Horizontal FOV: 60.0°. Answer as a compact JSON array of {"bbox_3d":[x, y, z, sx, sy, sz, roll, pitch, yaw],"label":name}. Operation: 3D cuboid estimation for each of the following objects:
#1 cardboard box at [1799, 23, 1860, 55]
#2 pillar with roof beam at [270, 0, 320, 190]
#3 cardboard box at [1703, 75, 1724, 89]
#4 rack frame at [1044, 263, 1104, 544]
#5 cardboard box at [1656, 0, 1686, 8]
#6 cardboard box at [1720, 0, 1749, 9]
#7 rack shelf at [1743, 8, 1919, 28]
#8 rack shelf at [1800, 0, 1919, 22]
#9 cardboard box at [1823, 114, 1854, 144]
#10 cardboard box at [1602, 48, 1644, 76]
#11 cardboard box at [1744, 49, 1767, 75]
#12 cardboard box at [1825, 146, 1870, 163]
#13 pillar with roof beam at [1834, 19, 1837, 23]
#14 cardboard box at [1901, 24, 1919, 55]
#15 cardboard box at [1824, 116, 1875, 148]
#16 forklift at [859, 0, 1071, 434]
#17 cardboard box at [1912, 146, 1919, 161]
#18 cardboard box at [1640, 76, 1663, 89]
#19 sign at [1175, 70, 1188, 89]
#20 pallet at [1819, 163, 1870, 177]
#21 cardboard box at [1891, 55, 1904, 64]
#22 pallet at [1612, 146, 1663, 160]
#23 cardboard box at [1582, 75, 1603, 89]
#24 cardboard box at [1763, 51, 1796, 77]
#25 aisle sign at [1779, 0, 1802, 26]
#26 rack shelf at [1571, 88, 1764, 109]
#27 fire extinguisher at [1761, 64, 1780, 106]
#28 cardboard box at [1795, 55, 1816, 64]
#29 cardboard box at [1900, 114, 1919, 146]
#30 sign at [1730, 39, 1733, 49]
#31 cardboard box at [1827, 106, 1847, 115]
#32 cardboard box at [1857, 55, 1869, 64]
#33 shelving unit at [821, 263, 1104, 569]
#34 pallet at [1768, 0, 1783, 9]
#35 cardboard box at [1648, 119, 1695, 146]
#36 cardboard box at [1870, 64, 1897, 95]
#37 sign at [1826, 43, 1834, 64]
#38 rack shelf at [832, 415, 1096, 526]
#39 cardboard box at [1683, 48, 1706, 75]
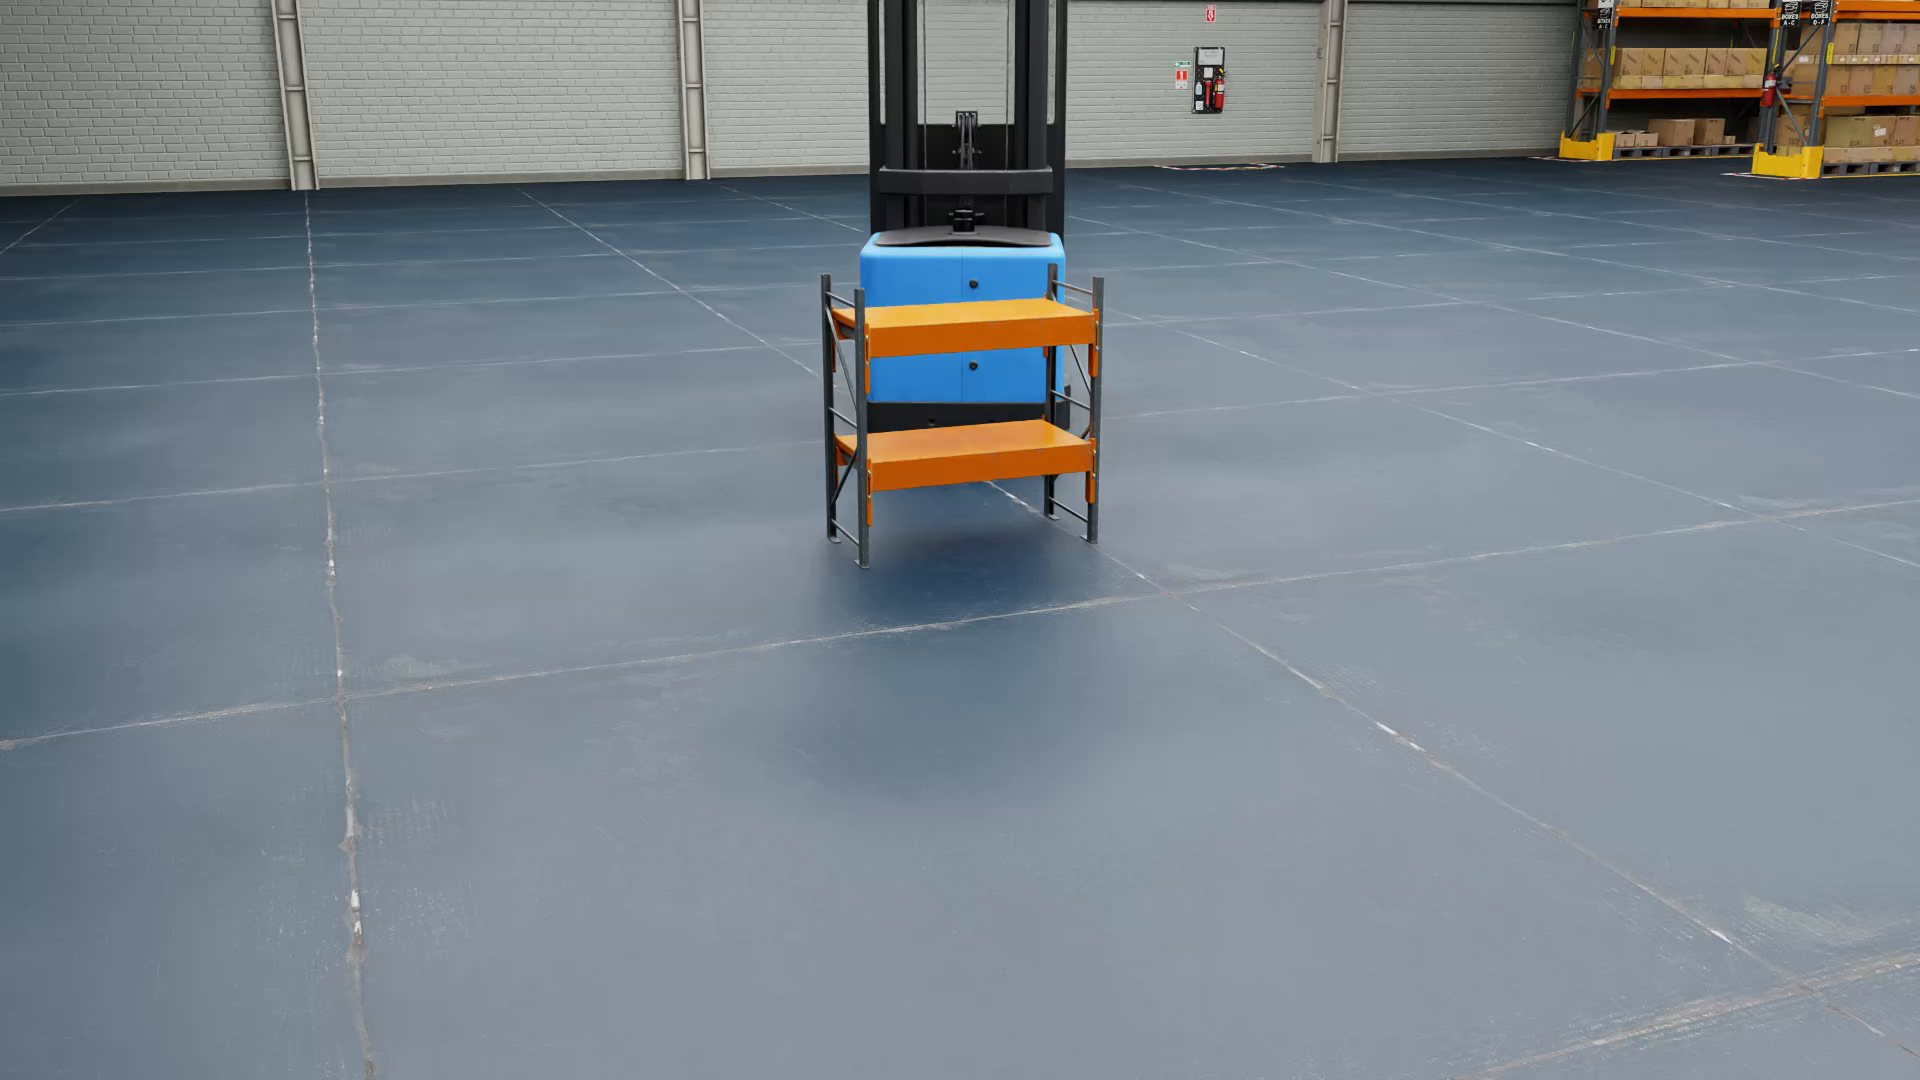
[{"bbox_3d":[14.404,-8.302,27.566,0.500,0.500,0.700,-6,17,-20],"label":"cardboard box"},{"bbox_3d":[-8.389,-8.510,20.106,0.400,9.000,9.100,-6,17,-20],"label":"pillar with roof beam"},{"bbox_3d":[14.607,-8.996,32.640,0.500,0.250,0.500,-6,17,-20],"label":"cardboard box"},{"bbox_3d":[0.481,-0.592,7.117,0.032,1.125,0.500,-6,17,-20],"label":"rack frame"},{"bbox_3d":[13.537,-10.448,31.818,0.500,0.500,0.500,-5,17,-18],"label":"cardboard box"},{"bbox_3d":[15.013,-10.622,32.410,0.500,0.500,0.500,-8,18,-25],"label":"cardboard box"},{"bbox_3d":[17.740,-10.585,33.772,4.000,0.370,1.077,-6,17,-20],"label":"rack shelf"},{"bbox_3d":[15.781,-8.878,27.961,4.000,0.370,1.077,-6,17,-20],"label":"rack shelf"},{"bbox_3d":[15.237,-7.062,28.626,0.500,0.500,0.500,-6,17,-20],"label":"cardboard box"},{"bbox_3d":[12.691,-9.152,31.840,0.500,0.500,0.500,-6,17,-20],"label":"cardboard box"},{"bbox_3d":[15.542,-9.457,32.879,0.500,0.500,0.500,-6,17,-20],"label":"cardboard box"},{"bbox_3d":[14.960,-6.512,28.084,0.500,0.250,0.500,-6,17,-20],"label":"cardboard box"},{"bbox_3d":[19.625,-11.534,30.406,0.400,9.000,9.100,-6,17,-20],"label":"pillar with roof beam"},{"bbox_3d":[15.831,-8.458,28.097,0.500,0.500,0.700,-6,17,-20],"label":"cardboard box"},{"bbox_3d":[14.960,-6.871,27.977,0.500,0.500,0.500,-6,17,-20],"label":"cardboard box"},{"bbox_3d":[0.047,-2.223,9.465,1.130,2.935,3.031,0,16,1],"label":"forklift"},{"bbox_3d":[16.362,-6.662,28.595,0.500,0.250,0.500,-6,17,-20],"label":"cardboard box"},{"bbox_3d":[13.187,-8.845,32.125,0.500,0.250,0.500,-7,18,-22],"label":"cardboard box"},{"bbox_3d":[4.005,-8.328,30.072,0.234,0.329,0.001,-6,17,-20],"label":"sign"},{"bbox_3d":[14.613,-6.333,28.289,1.213,0.211,1.003,-6,17,-20],"label":"pallet"},{"bbox_3d":[15.559,-8.055,27.876,0.250,0.149,0.380,-6,18,-21],"label":"cardboard box"},{"bbox_3d":[12.980,-7.628,32.699,1.213,0.211,1.003,-6,17,-20],"label":"pallet"},{"bbox_3d":[12.505,-8.921,32.385,0.500,0.250,0.500,-6,17,-19],"label":"cardboard box"},{"bbox_3d":[16.360,-9.590,33.474,0.500,0.500,0.700,-6,17,-20],"label":"cardboard box"},{"bbox_3d":[13.747,-8.901,27.470,0.004,0.787,0.394,-6,17,-20],"label":"aisle sign"},{"bbox_3d":[14.005,-8.742,32.821,4.000,0.370,1.077,-6,17,-20],"label":"rack shelf"},{"bbox_3d":[13.637,-7.656,27.982,0.183,0.674,0.296,-6,17,-20],"label":"fire extinguisher"},{"bbox_3d":[14.202,-8.031,27.792,0.250,0.149,0.380,-6,18,-21],"label":"cardboard box"},{"bbox_3d":[16.357,-7.025,28.500,0.500,0.500,0.500,-6,17,-20],"label":"cardboard box"},{"bbox_3d":[15.671,-9.990,33.739,0.005,0.325,0.100,-6,17,-20],"label":"sign"},{"bbox_3d":[17.921,-8.883,34.350,0.500,0.250,0.500,-6,17,-20],"label":"cardboard box"},{"bbox_3d":[14.836,-7.977,27.610,0.250,0.149,0.380,-6,17,-20],"label":"cardboard box"},{"bbox_3d":[0.006,-0.540,6.942,1.048,1.125,0.538,-6,17,-20],"label":"shelving unit"},{"bbox_3d":[16.487,-10.672,33.127,1.003,0.211,1.213,-6,17,-20],"label":"pallet"},{"bbox_3d":[14.051,-8.062,32.883,0.500,0.500,0.700,-7,18,-24],"label":"cardboard box"},{"bbox_3d":[15.309,-7.777,28.080,0.500,0.500,0.700,-6,17,-20],"label":"cardboard box"},{"bbox_3d":[14.107,-7.889,26.963,0.005,0.325,0.100,-6,17,-20],"label":"sign"},{"bbox_3d":[0.006,-0.306,7.011,1.000,0.278,0.538,-6,17,-20],"label":"rack shelf"},{"bbox_3d":[14.119,-9.305,32.361,0.500,0.500,0.500,-6,17,-18],"label":"cardboard box"}]
